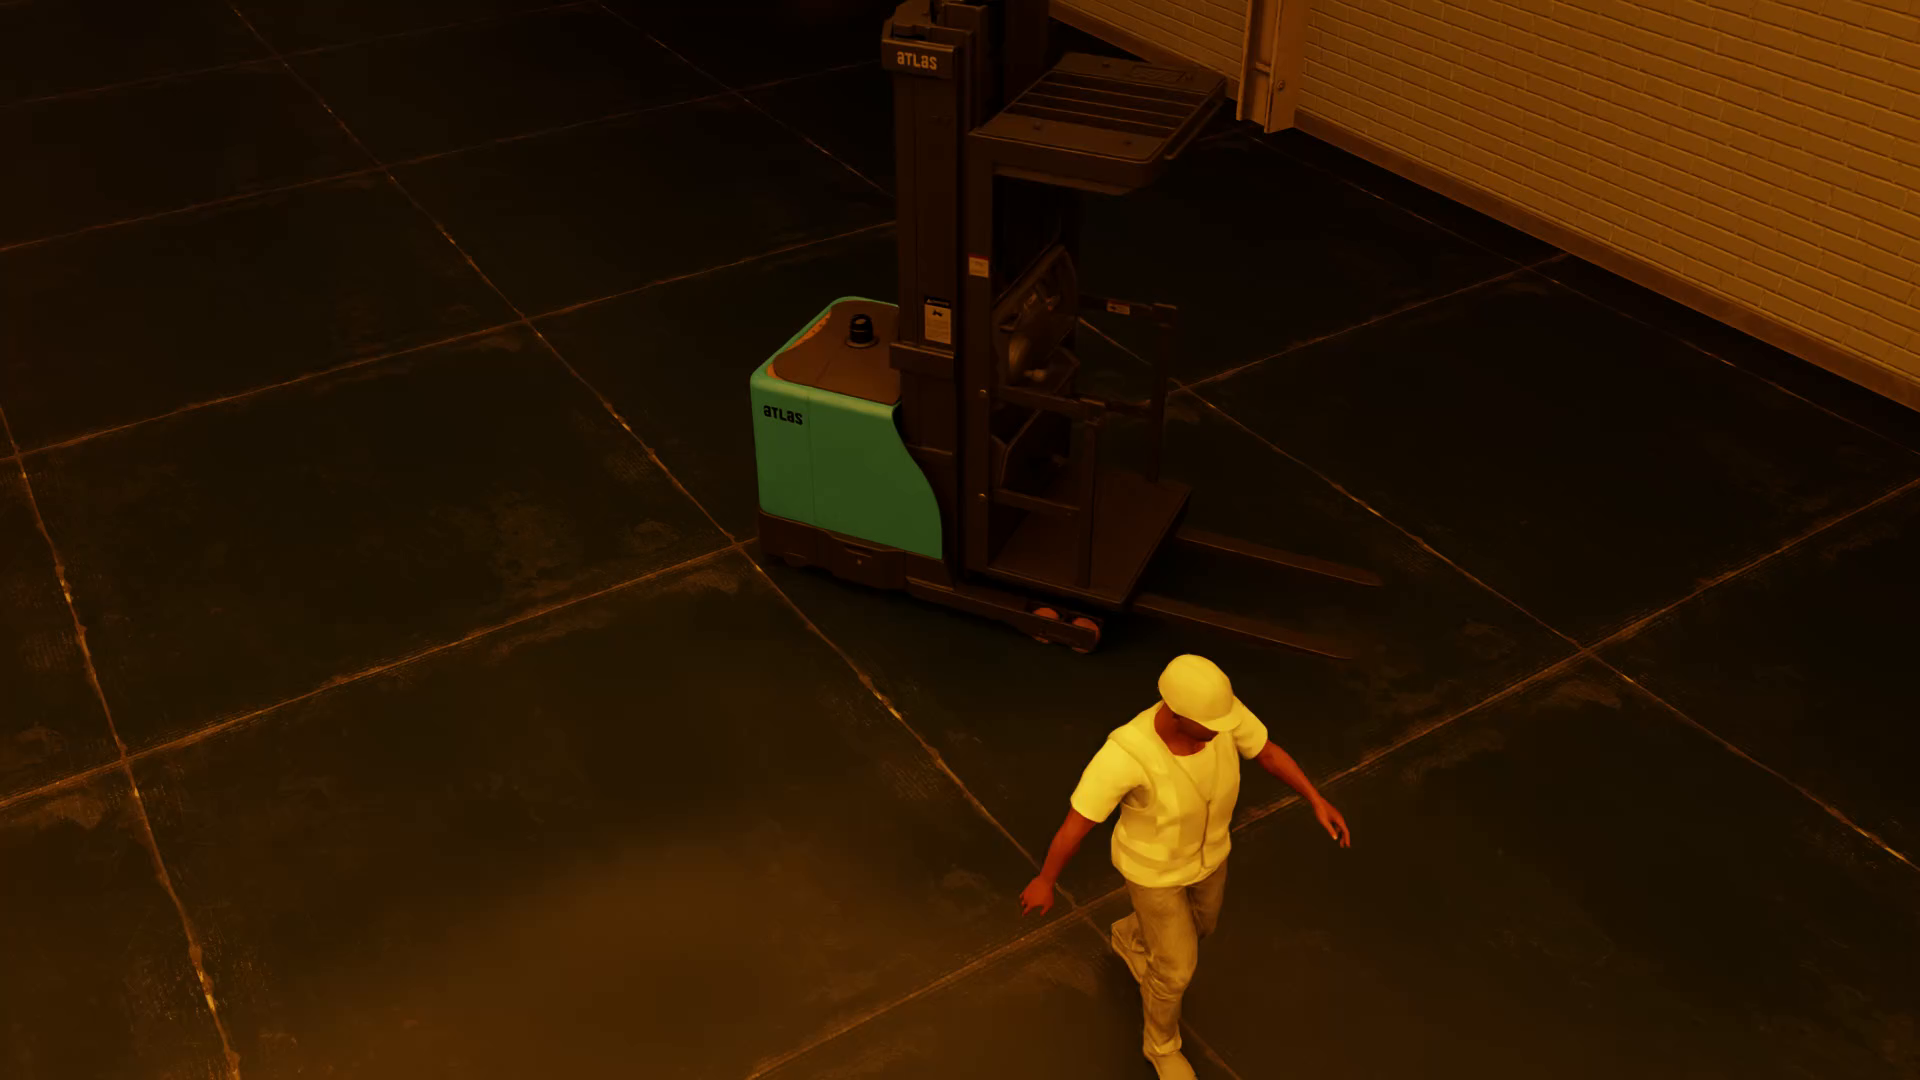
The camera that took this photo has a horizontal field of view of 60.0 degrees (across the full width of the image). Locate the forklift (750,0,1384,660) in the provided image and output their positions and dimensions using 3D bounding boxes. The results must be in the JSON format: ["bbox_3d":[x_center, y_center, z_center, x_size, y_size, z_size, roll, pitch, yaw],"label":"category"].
[{"bbox_3d":[0.536,-1.010,7.585,3.031,2.935,1.130,15,38,20],"label":"forklift"}]

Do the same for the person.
[{"bbox_3d":[0.725,1.090,5.634,0.982,1.745,0.740,-24,41,-30],"label":"person"}]
